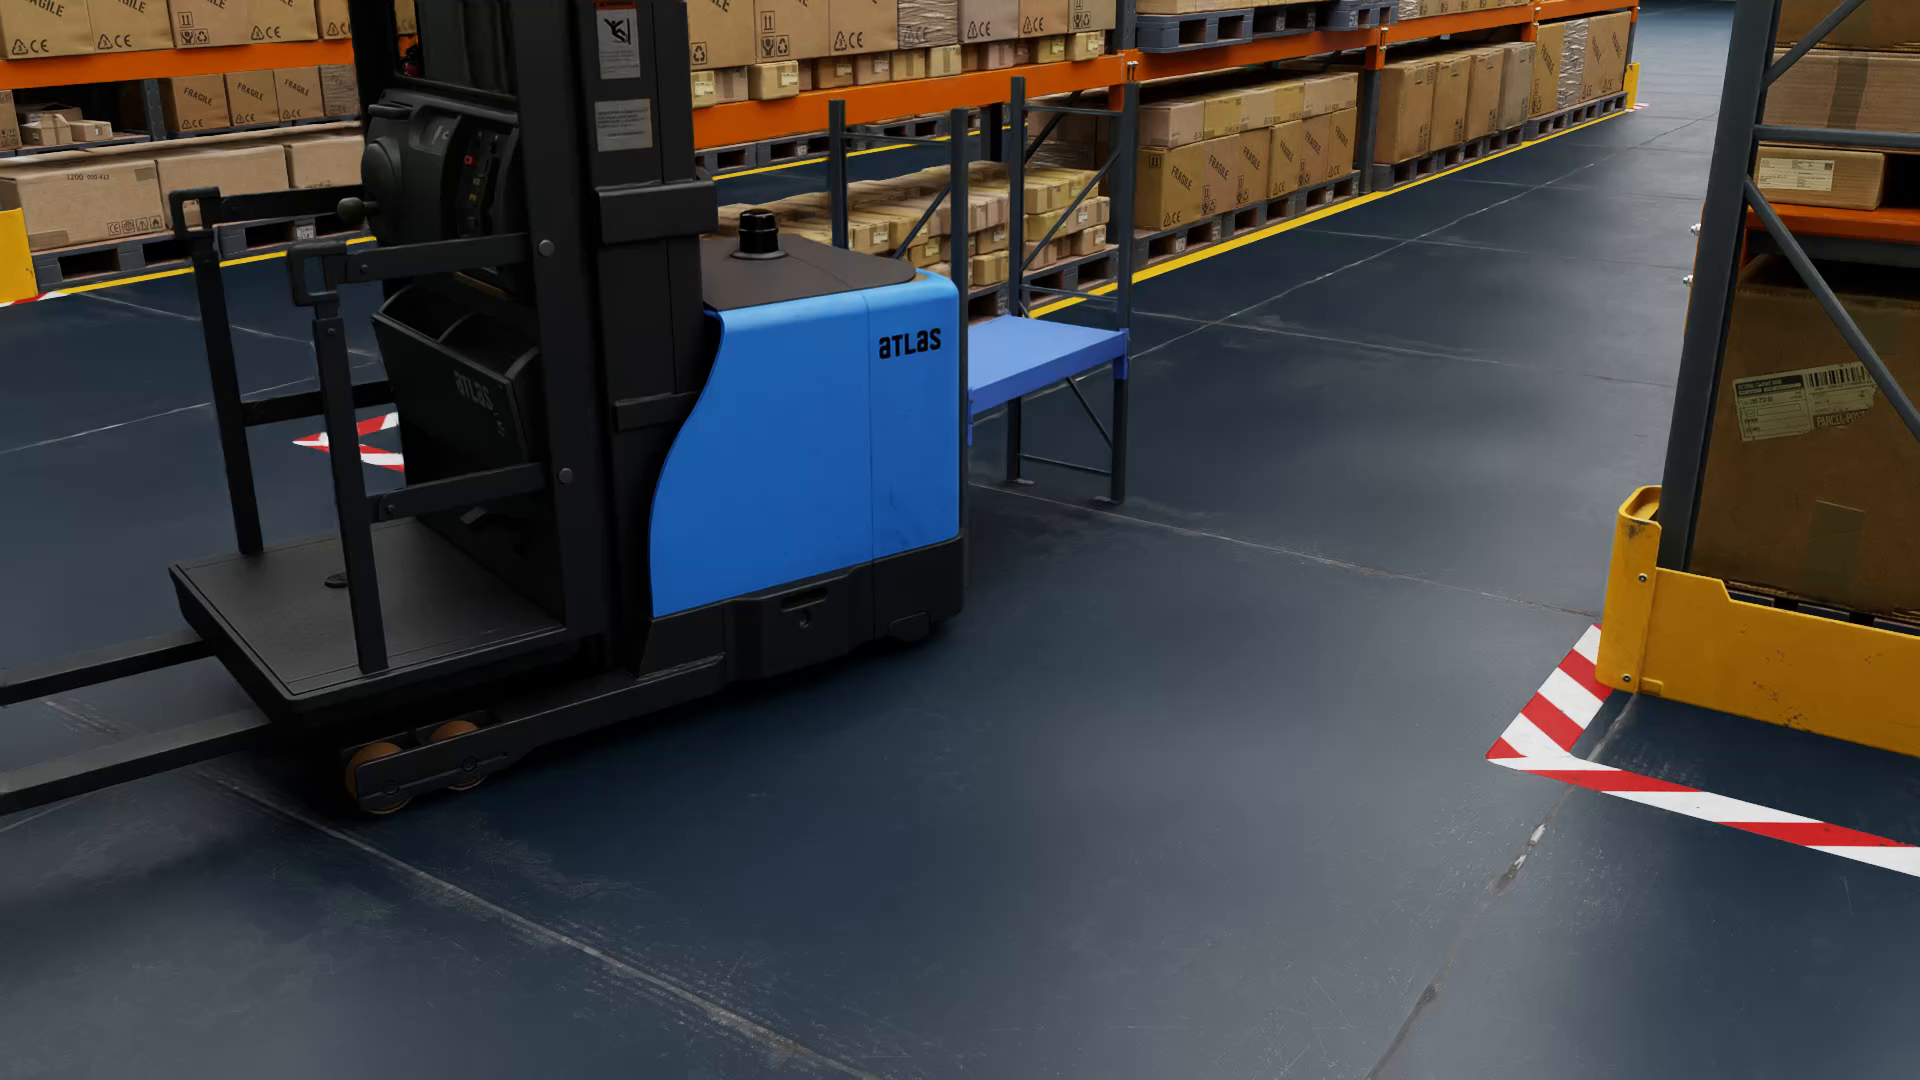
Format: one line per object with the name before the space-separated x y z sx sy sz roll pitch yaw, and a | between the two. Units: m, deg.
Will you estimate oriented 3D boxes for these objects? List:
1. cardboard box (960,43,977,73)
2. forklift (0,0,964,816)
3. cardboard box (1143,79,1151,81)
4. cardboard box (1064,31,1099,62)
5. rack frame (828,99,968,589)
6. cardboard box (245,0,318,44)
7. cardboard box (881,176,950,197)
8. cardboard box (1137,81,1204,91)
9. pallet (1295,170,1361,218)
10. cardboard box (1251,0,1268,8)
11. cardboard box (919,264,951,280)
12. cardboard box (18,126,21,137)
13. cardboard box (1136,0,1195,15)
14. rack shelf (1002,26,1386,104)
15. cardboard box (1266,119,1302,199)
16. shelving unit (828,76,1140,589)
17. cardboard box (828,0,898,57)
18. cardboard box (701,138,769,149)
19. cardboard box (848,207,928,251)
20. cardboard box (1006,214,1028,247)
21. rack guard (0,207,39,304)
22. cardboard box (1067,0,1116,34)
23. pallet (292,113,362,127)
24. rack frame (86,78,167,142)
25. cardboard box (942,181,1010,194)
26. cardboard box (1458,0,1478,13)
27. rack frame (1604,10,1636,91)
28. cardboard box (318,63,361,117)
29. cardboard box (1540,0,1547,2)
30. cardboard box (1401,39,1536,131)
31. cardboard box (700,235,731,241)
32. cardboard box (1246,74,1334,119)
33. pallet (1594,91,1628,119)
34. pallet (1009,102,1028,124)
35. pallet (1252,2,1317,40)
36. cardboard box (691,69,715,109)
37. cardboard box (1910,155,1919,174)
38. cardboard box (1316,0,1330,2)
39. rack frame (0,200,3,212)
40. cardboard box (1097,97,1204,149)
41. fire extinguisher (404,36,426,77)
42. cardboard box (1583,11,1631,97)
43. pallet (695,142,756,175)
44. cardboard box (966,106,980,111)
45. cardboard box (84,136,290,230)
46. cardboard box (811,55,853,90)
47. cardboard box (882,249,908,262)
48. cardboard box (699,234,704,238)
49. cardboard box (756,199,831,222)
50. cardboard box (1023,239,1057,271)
cardboard box | -0.135 -2.470 8.480 0.380 0.149 0.250 13 24 31
forklift | -1.466 -0.925 4.040 3.031 2.935 1.130 -15 25 -35
cardboard box | 2.055 -5.655 20.086 0.500 0.250 0.500 13 24 31
cardboard box | 0.545 -2.750 9.238 0.380 0.149 0.250 13 24 30
rack frame | -0.189 -0.595 5.212 0.500 1.500 0.032 14 24 32
cardboard box | -4.495 -3.448 10.619 0.500 0.500 0.500 14 25 34
cardboard box | -0.231 -1.942 9.339 0.380 0.149 0.250 13 24 30
cardboard box | 1.362 -3.029 11.548 0.500 0.250 0.500 12 23 29
pallet | 2.375 -2.707 12.778 1.003 0.211 1.213 13 24 32
cardboard box | 1.748 -3.490 10.632 0.380 0.149 0.250 12 23 29
cardboard box | -0.264 -1.337 8.561 0.380 0.149 0.250 13 24 32
cardboard box | -8.502 -3.586 14.640 0.380 0.149 0.250 13 24 31
cardboard box | 1.169 -3.193 9.831 0.380 0.149 0.250 12 23 29
rack shelf | 1.691 -3.327 11.473 1.077 0.370 4.000 13 24 32
cardboard box | 2.083 -2.720 11.793 0.500 0.500 0.500 12 23 29
shelving unit | 0.102 -0.740 5.603 0.538 1.500 1.048 14 24 32
cardboard box | -0.635 -2.501 7.630 0.500 0.500 0.500 14 24 33
cardboard box | -2.297 -3.938 14.545 0.875 0.875 0.875 14 24 32
cardboard box | -0.383 -1.547 8.271 0.380 0.149 0.250 14 24 33
cardboard box | 0.153 -1.725 9.179 0.380 0.149 0.250 14 24 32
rack guard | -5.846 -1.700 9.641 1.175 0.500 0.348 13 24 32
cardboard box | 0.529 -3.083 9.204 0.500 0.500 0.500 13 24 32
pallet | -6.580 -4.278 17.027 1.003 0.211 1.213 13 24 32
rack frame | -7.691 -4.994 14.942 1.000 3.000 0.127 13 24 32
cardboard box | 0.127 -1.864 9.126 0.380 0.149 0.250 14 25 34
cardboard box | 4.140 -4.795 14.260 0.500 0.500 0.500 13 24 31
rack frame | 7.313 -6.534 19.105 1.000 3.000 0.127 13 24 32
cardboard box | -6.361 -4.558 16.762 0.500 0.500 0.500 12 24 30
cardboard box | 5.262 -5.565 16.269 0.875 0.550 0.550 13 24 32
cardboard box | 4.789 -4.332 15.791 1.050 0.750 0.750 13 24 32
cardboard box | -1.051 -1.269 7.517 0.380 0.149 0.250 14 24 33
cardboard box | 2.373 -3.220 12.064 0.500 0.250 0.500 14 24 33
pallet | 6.928 -4.981 18.927 1.003 0.211 1.213 13 24 32
pallet | 0.477 -4.791 18.413 1.003 0.211 1.213 13 24 32
pallet | 1.737 -3.572 11.376 1.003 0.211 1.213 13 24 32
cardboard box | -1.228 -1.854 6.816 0.380 0.149 0.250 13 24 31
cardboard box | 2.720 -1.214 5.085 0.380 0.149 0.250 14 24 33
cardboard box | 2.340 -3.793 11.453 0.380 0.149 0.250 12 23 29
rack frame | -5.832 -2.879 9.226 1.000 3.000 0.127 13 24 32
cardboard box | 1.201 -2.628 10.461 0.500 0.250 0.500 12 23 29
fire extinguisher | -2.205 -1.750 6.820 0.296 0.674 0.183 13 24 32
cardboard box | 6.986 -5.527 18.840 0.875 0.875 0.875 13 24 32
pallet | -2.527 -3.307 14.401 1.003 0.211 1.213 13 24 32
cardboard box | -0.170 -4.729 17.409 0.950 0.372 0.625 14 25 34
cardboard box | -5.037 -2.348 10.876 0.875 0.438 0.875 14 25 33
cardboard box | -0.719 -2.176 7.687 0.380 0.149 0.250 13 24 31
cardboard box | -0.487 -1.431 8.384 0.380 0.149 0.250 15 25 35
cardboard box | -1.405 -1.344 7.722 0.380 0.149 0.250 14 24 33
cardboard box | -0.822 -1.647 8.541 0.380 0.149 0.250 12 24 30
cardboard box | 0.318 -1.625 9.338 0.380 0.149 0.250 12 24 30
